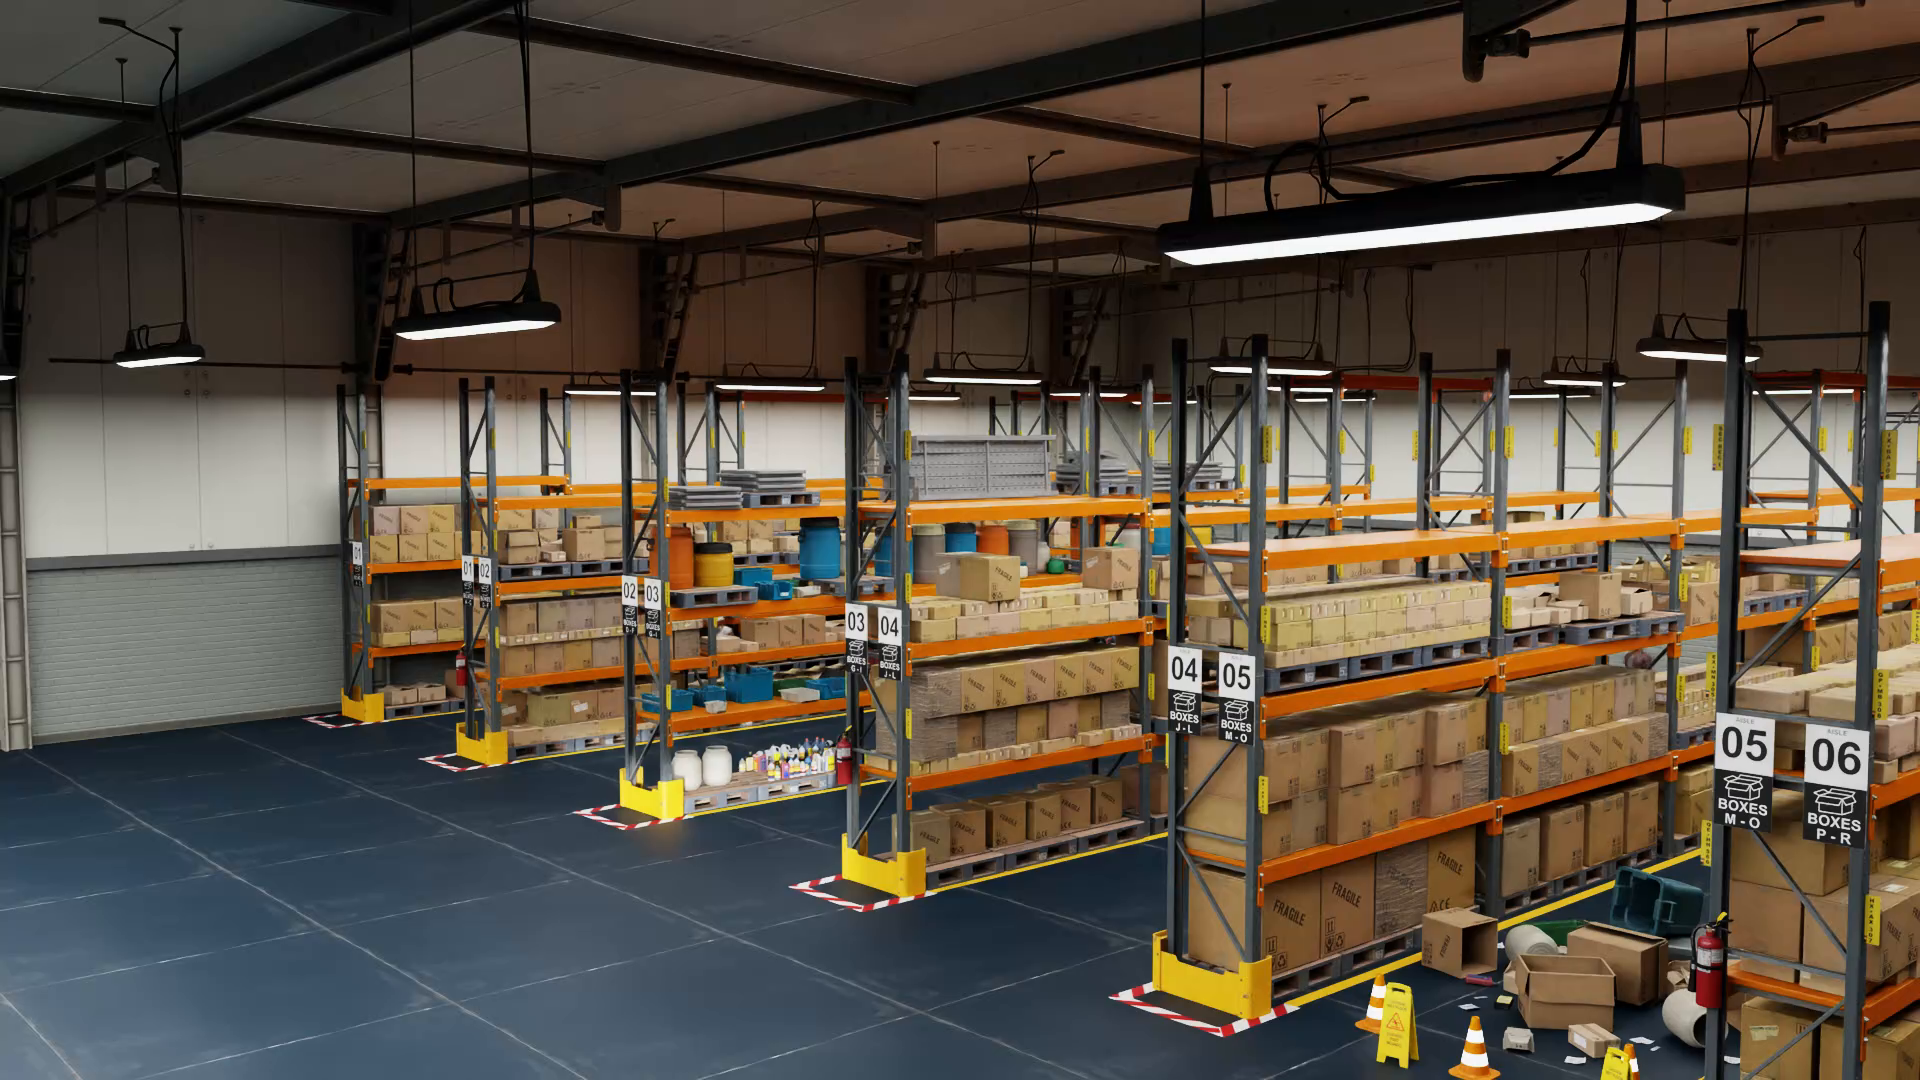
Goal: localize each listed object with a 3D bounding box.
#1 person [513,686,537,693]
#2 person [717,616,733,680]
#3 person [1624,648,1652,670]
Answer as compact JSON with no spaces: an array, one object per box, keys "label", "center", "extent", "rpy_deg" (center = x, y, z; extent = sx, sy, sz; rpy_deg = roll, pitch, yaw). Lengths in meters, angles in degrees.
[{"label":"person","center":[-7.716,2.353,29.186],"extent":[0.574,1.721,1.031],"rpy_deg":[1,4,15]},{"label":"person","center":[-4.491,2.226,31.552],"extent":[0.632,1.758,0.612],"rpy_deg":[2,4,31]},{"label":"person","center":[11.166,2.467,27.539],"extent":[0.548,1.717,1.115],"rpy_deg":[4,5,43]}]
